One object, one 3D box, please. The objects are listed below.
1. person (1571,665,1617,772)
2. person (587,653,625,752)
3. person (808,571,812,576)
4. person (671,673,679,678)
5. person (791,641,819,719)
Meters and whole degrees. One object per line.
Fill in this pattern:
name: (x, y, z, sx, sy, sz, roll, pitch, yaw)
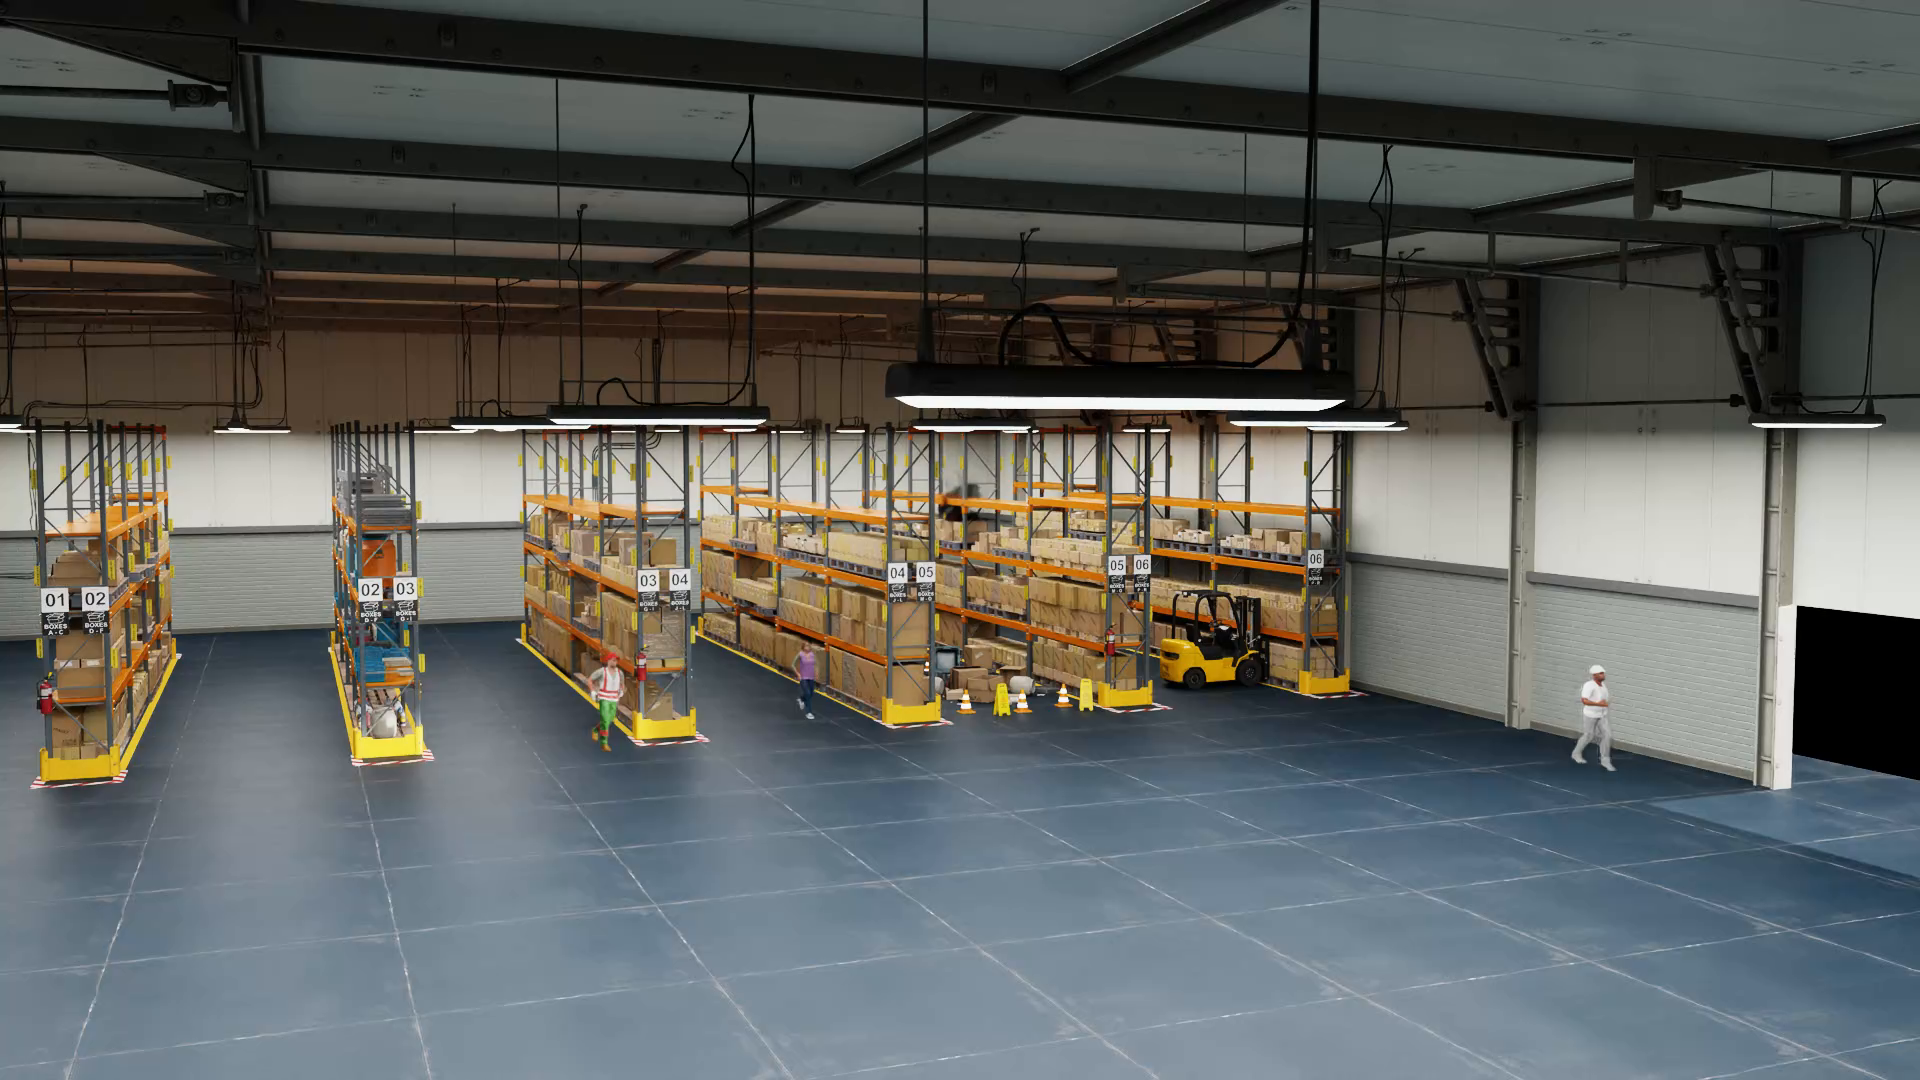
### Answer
person: (10.906, 3.053, 28.634, 0.676, 1.816, 0.798, -2, 4, -31)
person: (-6.471, 2.945, 30.531, 0.709, 1.754, 0.876, -3, 5, -40)
person: (-4.447, 1.660, 50.609, 0.795, 1.695, 0.670, -1, 4, -20)
person: (-6.877, 2.382, 39.622, 0.698, 1.757, 0.781, -2, 4, -29)
person: (-3.160, 2.822, 33.859, 0.569, 1.570, 0.738, -2, 4, -31)
